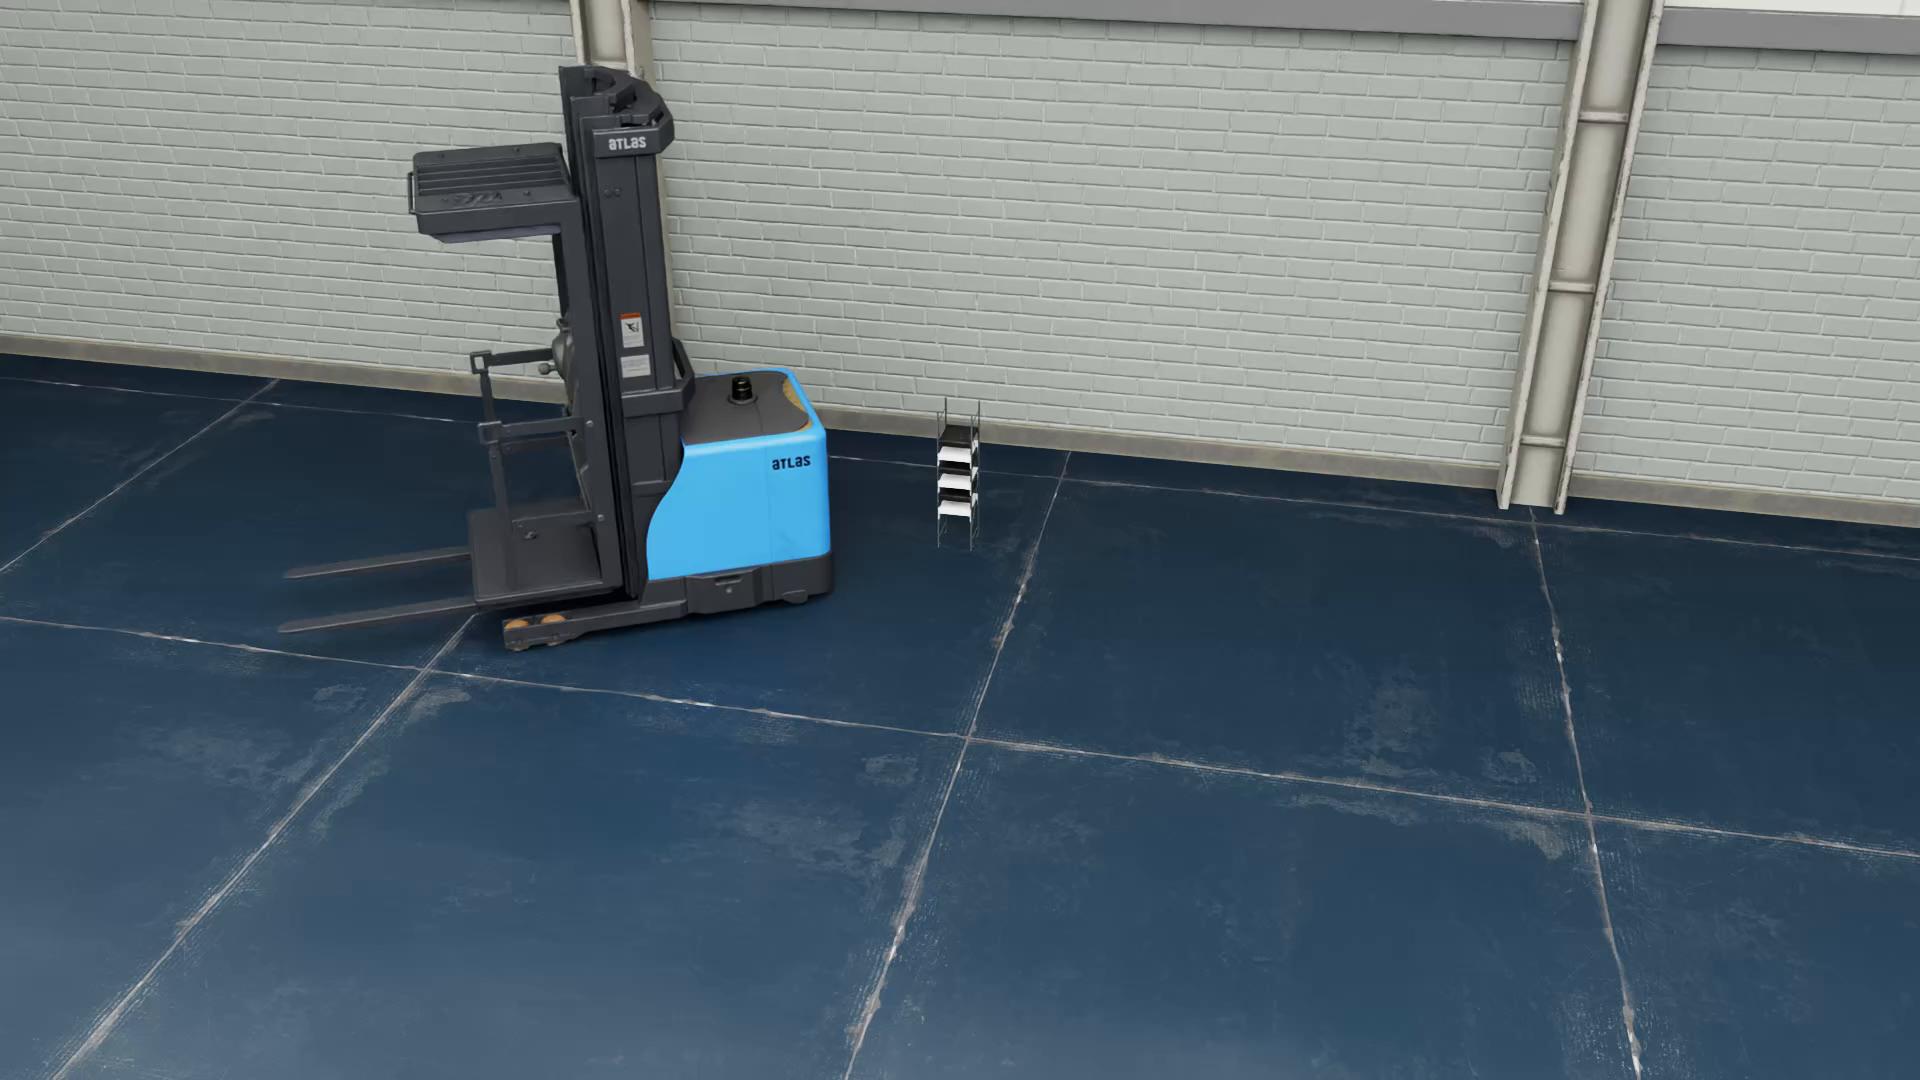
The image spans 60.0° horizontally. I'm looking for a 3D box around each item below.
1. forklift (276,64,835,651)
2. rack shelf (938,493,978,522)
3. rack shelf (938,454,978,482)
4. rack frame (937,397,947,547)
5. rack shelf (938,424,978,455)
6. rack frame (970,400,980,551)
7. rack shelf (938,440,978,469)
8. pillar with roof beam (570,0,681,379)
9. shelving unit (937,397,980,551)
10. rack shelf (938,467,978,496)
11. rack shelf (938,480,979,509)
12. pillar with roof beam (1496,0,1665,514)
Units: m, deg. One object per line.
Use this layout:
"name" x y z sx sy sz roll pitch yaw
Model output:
"forklift" -2.300 -0.961 8.953 3.031 2.935 1.130 -8 30 -15
"rack shelf" -0.008 -0.208 10.138 0.200 0.077 0.258 6 29 11
"rack shelf" -0.008 -0.445 10.008 0.200 0.077 0.258 6 29 11
"rack frame" -0.107 -0.406 10.054 0.006 0.900 0.240 6 29 11
"rack shelf" -0.008 -0.603 9.922 0.200 0.077 0.258 6 29 11
"rack frame" 0.091 -0.385 10.017 0.006 0.900 0.240 6 29 11
"rack shelf" -0.008 -0.524 9.965 0.200 0.077 0.258 6 29 11
"pillar with roof beam" -3.098 -2.781 5.959 0.400 9.000 9.100 6 29 11
"shelving unit" -0.008 -0.396 10.035 0.210 0.900 0.258 6 29 11
"rack shelf" -0.008 -0.366 10.051 0.200 0.077 0.258 6 29 11
"rack shelf" -0.008 -0.287 10.095 0.200 0.077 0.258 6 29 11
"pillar with roof beam" 2.769 -2.179 4.860 0.400 9.000 9.100 6 29 11
